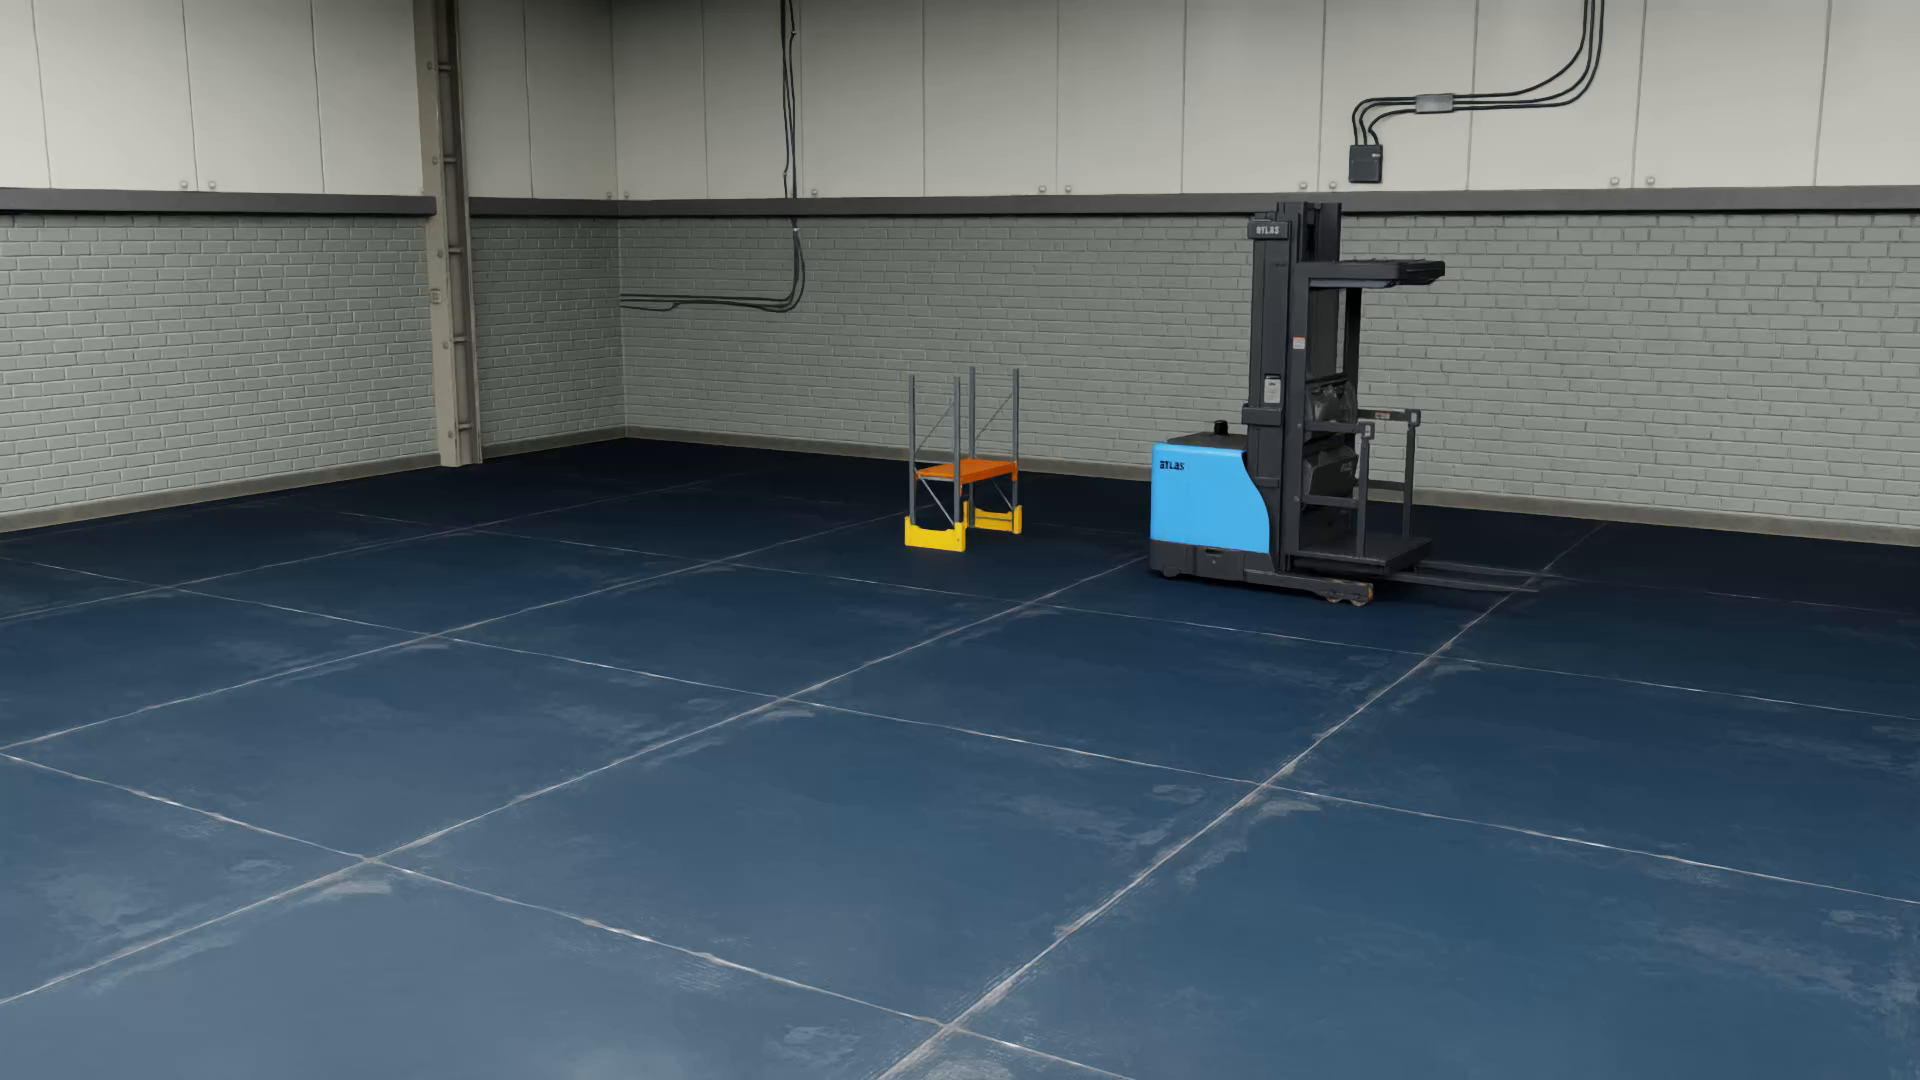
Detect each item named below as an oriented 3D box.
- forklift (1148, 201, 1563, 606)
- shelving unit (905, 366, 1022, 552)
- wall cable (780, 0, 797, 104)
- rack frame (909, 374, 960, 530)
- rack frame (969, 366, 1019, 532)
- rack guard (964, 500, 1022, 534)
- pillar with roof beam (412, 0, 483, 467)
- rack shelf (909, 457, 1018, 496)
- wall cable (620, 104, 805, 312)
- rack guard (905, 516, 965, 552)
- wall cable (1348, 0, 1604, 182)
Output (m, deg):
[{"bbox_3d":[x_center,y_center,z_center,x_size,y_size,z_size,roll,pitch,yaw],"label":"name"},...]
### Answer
[{"bbox_3d":[3.007,-1.066,12.599,3.031,2.935,1.130,7,13,33],"label":"forklift"},{"bbox_3d":[0.040,-0.749,14.795,0.587,1.500,1.083,6,12,31],"label":"shelving unit"},{"bbox_3d":[-0.923,-6.352,19.059,3.097,2.526,0.112,6,12,31],"label":"wall cable"},{"bbox_3d":[-0.220,-0.671,14.375,0.500,1.500,0.032,6,12,31],"label":"rack frame"},{"bbox_3d":[0.308,-0.831,15.229,0.500,1.500,0.032,6,12,31],"label":"rack frame"},{"bbox_3d":[0.298,-0.213,15.328,0.587,0.250,0.087,6,12,31],"label":"rack guard"},{"bbox_3d":[-2.216,-4.906,16.622,9.100,9.000,0.400,6,12,31],"label":"pillar with roof beam"},{"bbox_3d":[0.044,-0.574,14.835,0.538,0.185,1.000,6,12,31],"label":"rack shelf"},{"bbox_3d":[-3.235,-4.128,20.905,3.097,2.526,0.112,6,12,31],"label":"wall cable"},{"bbox_3d":[-0.219,-0.057,14.491,0.587,0.250,0.087,6,12,31],"label":"rack guard"},{"bbox_3d":[4.870,-6.417,15.448,2.305,6.003,0.169,6,12,31],"label":"wall cable"}]
